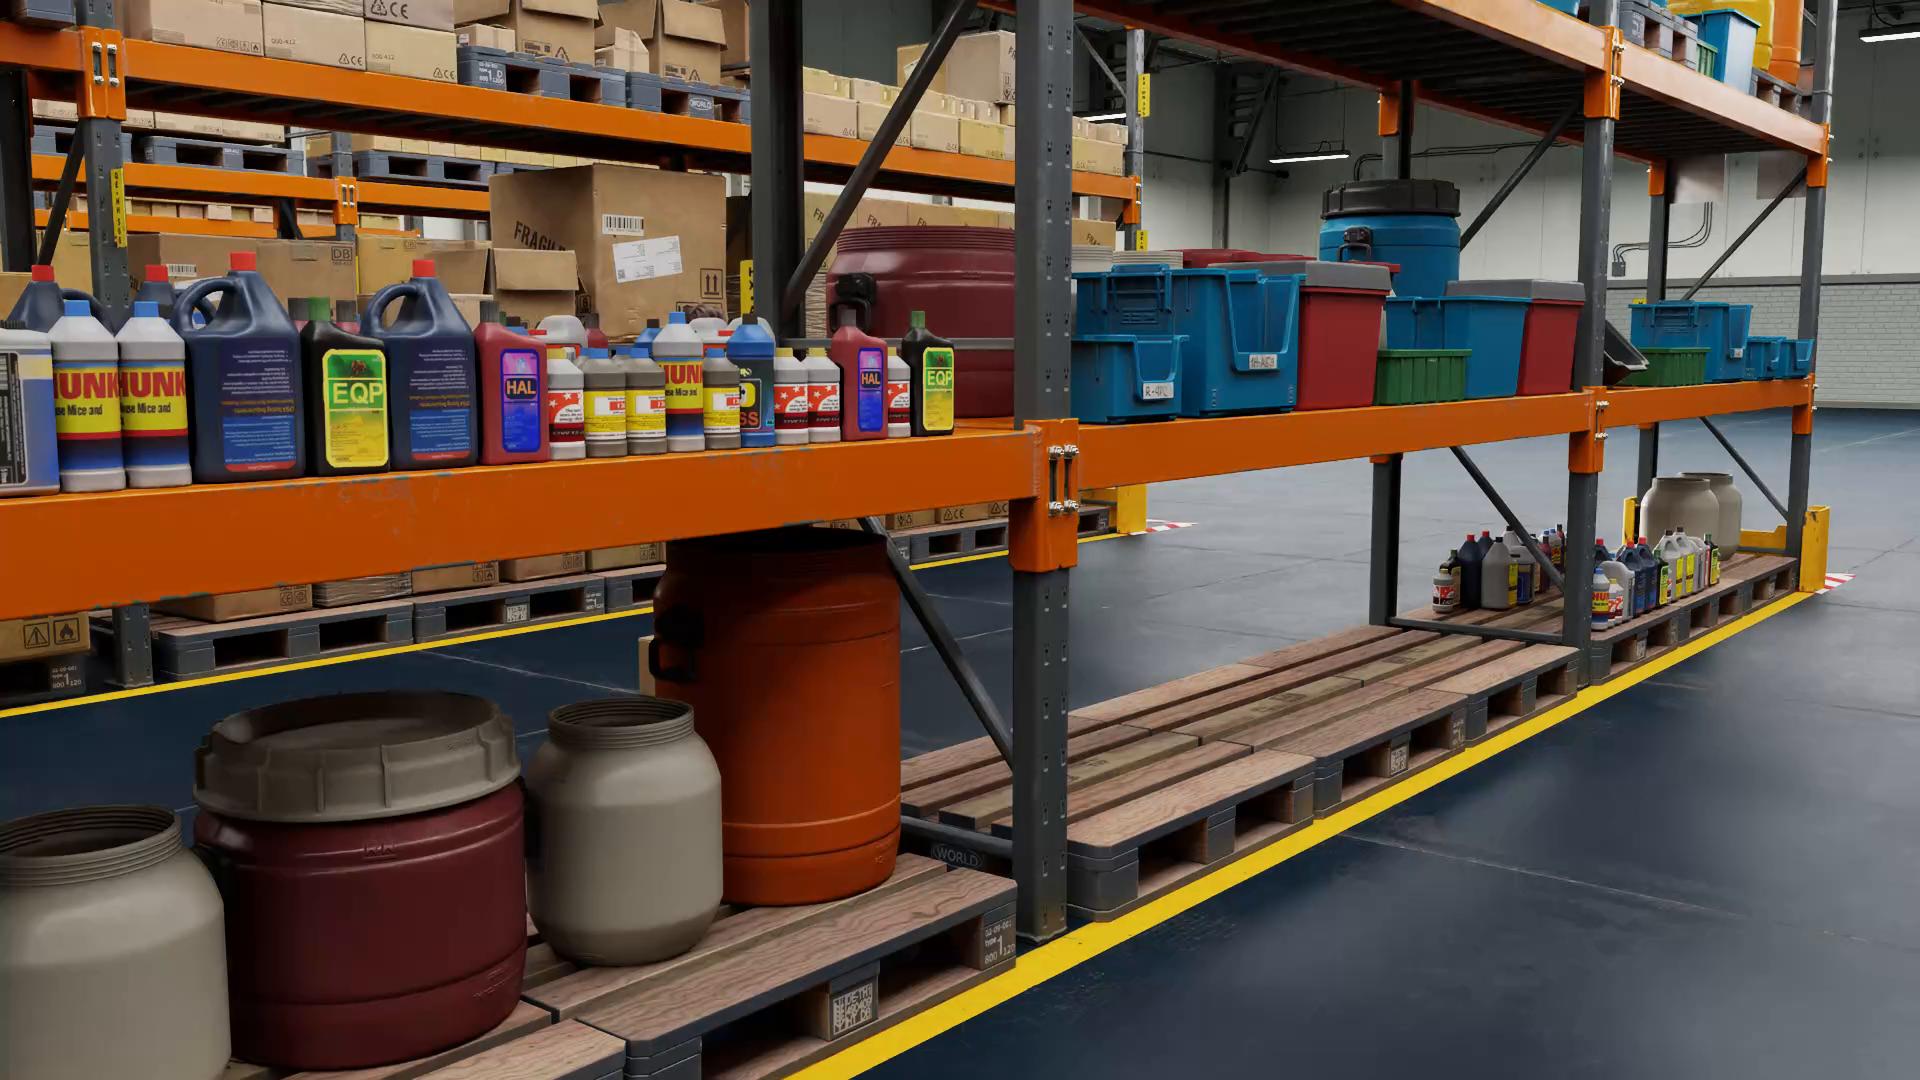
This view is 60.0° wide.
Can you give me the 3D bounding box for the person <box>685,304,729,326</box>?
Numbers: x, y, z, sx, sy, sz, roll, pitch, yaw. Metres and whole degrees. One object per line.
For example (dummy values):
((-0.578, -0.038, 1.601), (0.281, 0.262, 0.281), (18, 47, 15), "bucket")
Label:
((-1.033, -0.148, 6.988), (0.403, 1.673, 0.499), (5, 9, 39), "person")
